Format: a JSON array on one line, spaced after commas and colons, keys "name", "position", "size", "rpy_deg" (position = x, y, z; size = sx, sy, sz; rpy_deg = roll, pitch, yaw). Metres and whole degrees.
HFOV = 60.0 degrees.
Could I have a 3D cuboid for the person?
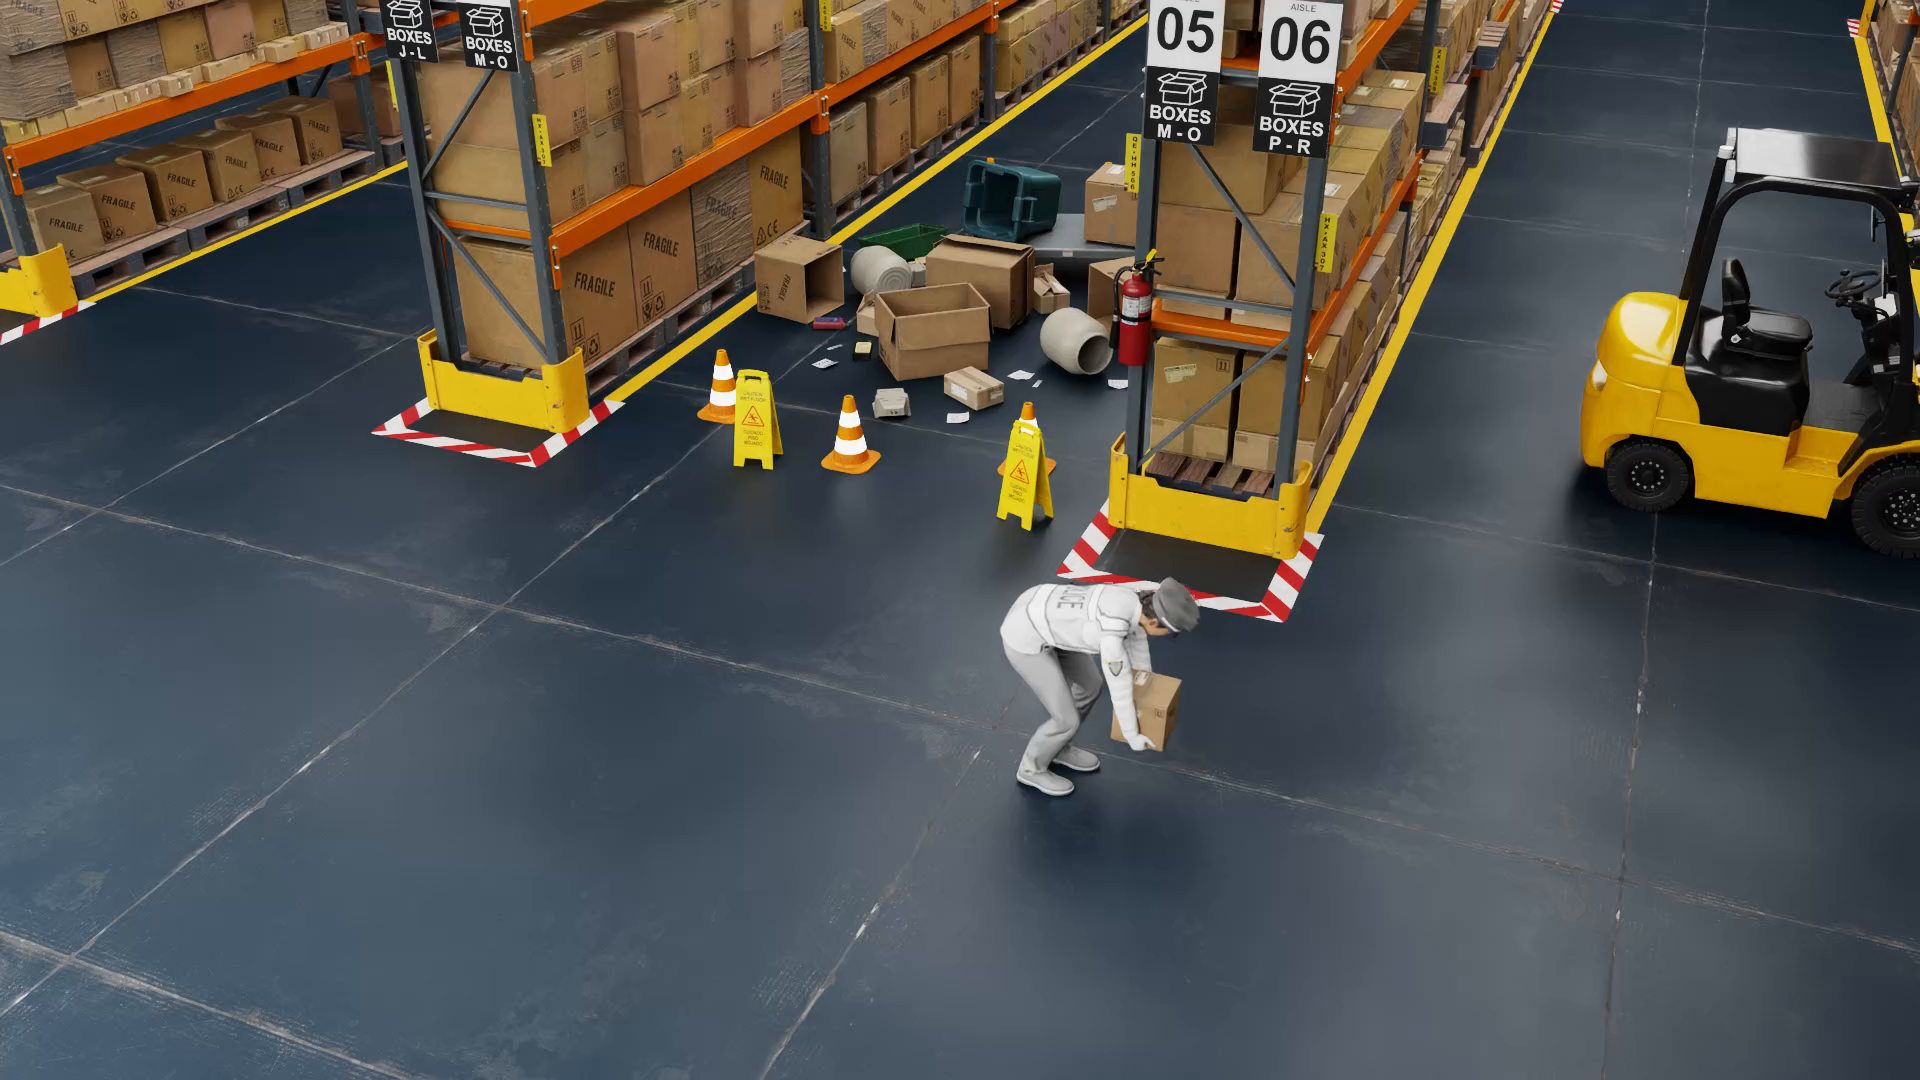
[{"name": "person", "position": [0.638, 0.658, 7.745], "size": [0.911, 1.168, 0.432], "rpy_deg": [10, 31, 17]}]
